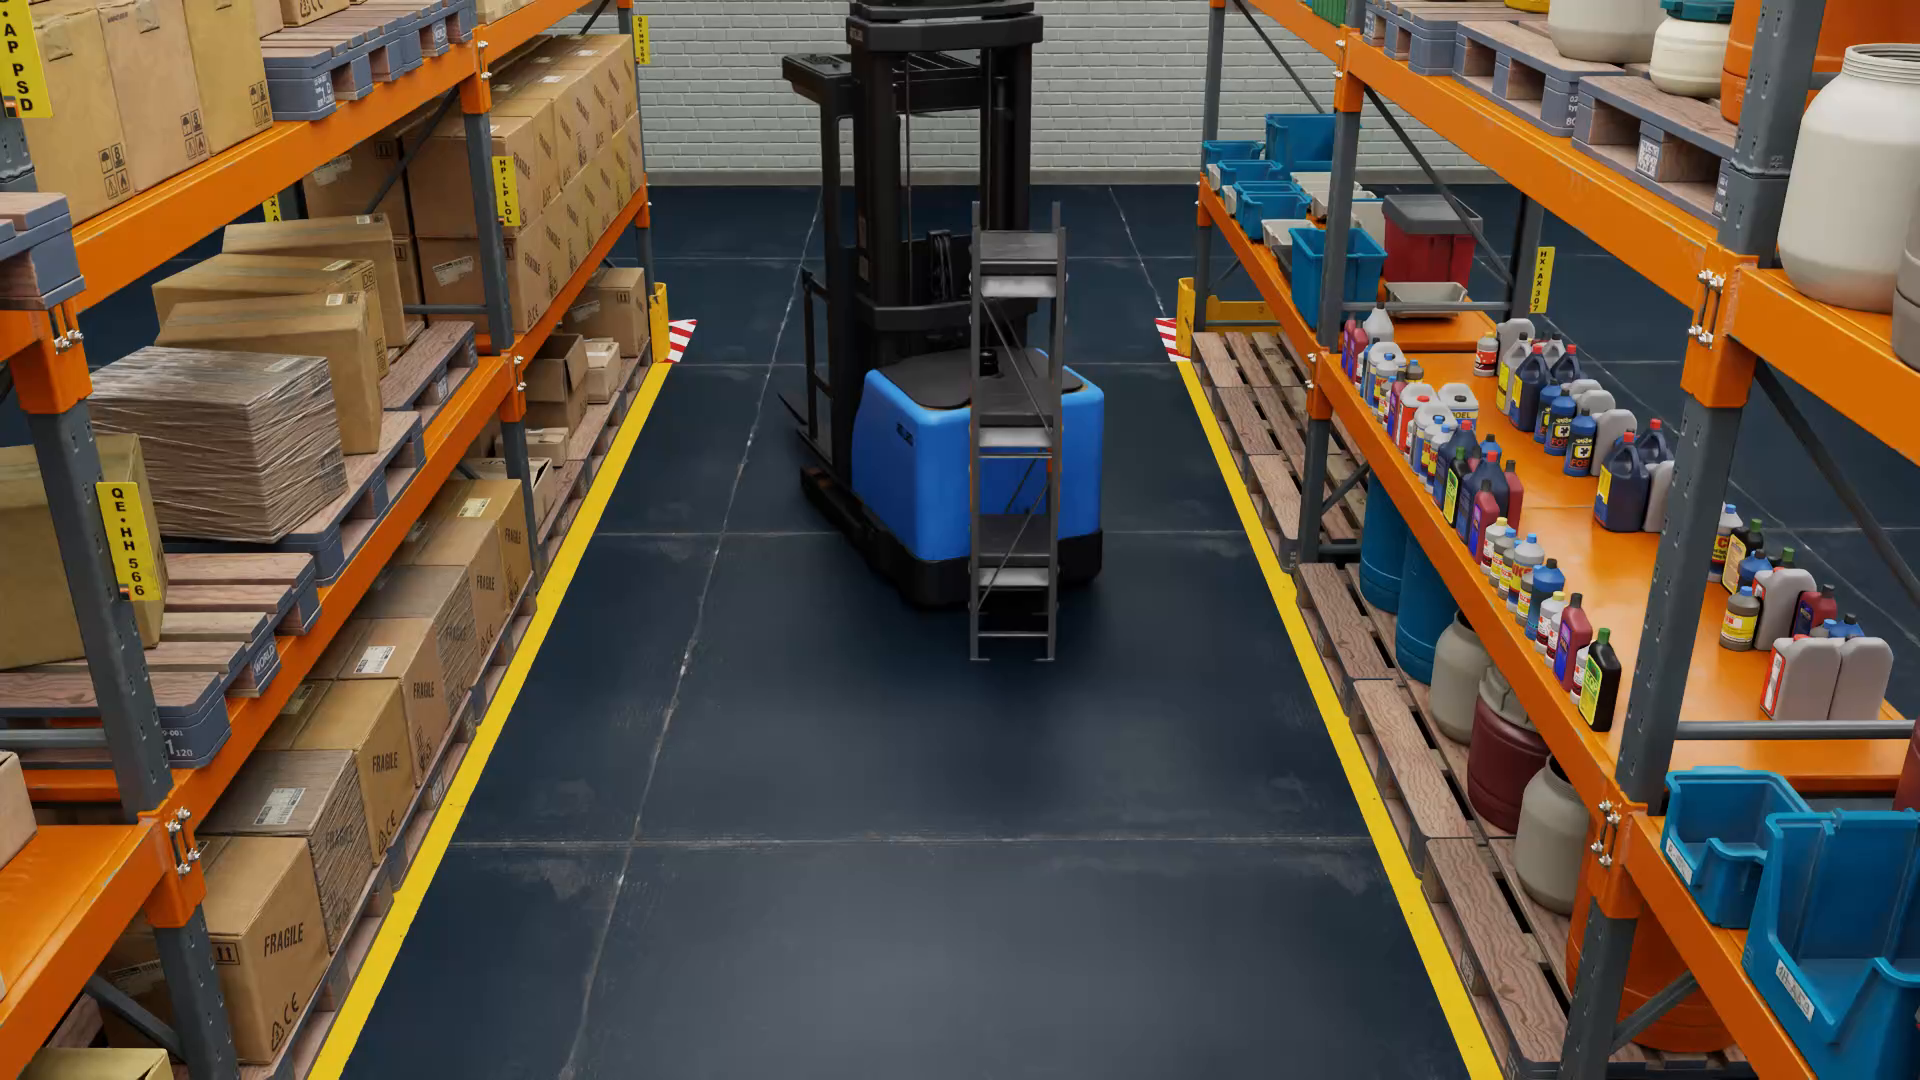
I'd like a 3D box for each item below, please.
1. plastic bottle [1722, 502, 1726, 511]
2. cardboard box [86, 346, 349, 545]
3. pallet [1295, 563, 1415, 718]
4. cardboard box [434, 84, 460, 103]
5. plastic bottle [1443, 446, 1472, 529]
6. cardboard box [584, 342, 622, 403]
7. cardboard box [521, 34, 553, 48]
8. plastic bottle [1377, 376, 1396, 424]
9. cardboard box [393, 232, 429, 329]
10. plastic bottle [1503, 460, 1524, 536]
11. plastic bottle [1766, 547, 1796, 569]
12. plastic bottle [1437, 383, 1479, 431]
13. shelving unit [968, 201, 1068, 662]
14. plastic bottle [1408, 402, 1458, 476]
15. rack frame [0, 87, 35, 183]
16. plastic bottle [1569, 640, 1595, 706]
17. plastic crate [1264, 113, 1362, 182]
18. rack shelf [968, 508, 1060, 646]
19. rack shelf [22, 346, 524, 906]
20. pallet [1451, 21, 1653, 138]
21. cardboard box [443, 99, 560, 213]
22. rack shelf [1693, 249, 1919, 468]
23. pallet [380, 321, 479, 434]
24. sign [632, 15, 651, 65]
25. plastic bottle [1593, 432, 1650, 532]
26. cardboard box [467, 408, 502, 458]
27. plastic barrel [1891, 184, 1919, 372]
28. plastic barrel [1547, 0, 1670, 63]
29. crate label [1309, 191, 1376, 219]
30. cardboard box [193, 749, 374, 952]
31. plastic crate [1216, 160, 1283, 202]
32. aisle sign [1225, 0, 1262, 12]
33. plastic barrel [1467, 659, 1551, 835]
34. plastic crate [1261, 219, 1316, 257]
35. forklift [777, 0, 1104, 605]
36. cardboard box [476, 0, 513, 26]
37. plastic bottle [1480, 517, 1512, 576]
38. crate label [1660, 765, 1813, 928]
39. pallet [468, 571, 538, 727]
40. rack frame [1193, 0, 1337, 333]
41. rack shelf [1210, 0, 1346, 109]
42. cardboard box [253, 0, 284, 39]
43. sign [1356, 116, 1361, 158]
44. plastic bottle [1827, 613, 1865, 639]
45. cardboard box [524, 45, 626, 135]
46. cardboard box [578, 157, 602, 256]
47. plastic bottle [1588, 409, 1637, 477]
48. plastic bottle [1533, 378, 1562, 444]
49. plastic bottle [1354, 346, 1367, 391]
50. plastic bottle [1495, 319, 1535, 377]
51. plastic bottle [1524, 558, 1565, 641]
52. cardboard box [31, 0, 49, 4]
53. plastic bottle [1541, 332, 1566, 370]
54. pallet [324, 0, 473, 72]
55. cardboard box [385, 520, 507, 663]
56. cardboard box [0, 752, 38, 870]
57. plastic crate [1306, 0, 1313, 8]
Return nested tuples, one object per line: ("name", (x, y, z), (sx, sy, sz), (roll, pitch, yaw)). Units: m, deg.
("plastic bottle", (2.639, -0.033, 5.839), (0.097, 0.271, 0.097), (0, 24, 0))
("cardboard box", (-2.587, -0.336, 5.722), (0.700, 0.500, 0.500), (4, 25, 9))
("pallet", (2.227, 0.457, 7.982), (1.003, 0.211, 1.213), (0, 24, -1))
("cardboard box", (-2.970, -2.238, 9.223), (0.500, 0.500, 0.500), (0, 24, 0))
("plastic bottle", (1.857, -0.197, 6.186), (0.061, 0.283, 0.133), (0, 24, -1))
("cardboard box", (-2.503, -1.092, 10.827), (0.500, 0.250, 0.500), (0, 24, -1))
("cardboard box", (-2.995, -3.076, 11.076), (0.500, 0.500, 0.500), (0, 24, 1))
("plastic bottle", (1.864, -0.609, 7.199), (0.097, 0.201, 0.097), (0, 24, 0))
("cardboard box", (-2.955, -1.361, 8.498), (0.500, 0.500, 0.500), (0, 24, 0))
("plastic bottle", (2.003, -0.142, 6.066), (0.061, 0.283, 0.133), (0, 24, -1))
("plastic bottle", (2.662, 0.144, 5.432), (0.061, 0.283, 0.133), (0, 24, -1))
("plastic bottle", (2.047, -0.501, 6.869), (0.152, 0.276, 0.135), (0, 24, -1))
("shelving unit", (0.254, -0.478, 7.758), (0.431, 2.100, 0.503), (0, 24, 0))
("plastic bottle", (1.897, -0.405, 6.656), (0.152, 0.276, 0.135), (0, 24, -1))
("rack frame", (-2.649, -2.196, 3.185), (1.000, 3.000, 0.127), (0, 24, -1))
("plastic bottle", (1.890, 0.395, 4.977), (0.097, 0.201, 0.097), (0, 24, 0))
("plastic crate", (2.407, -2.686, 11.433), (0.616, 0.435, 0.499), (0, 24, -1))
("rack shelf", (0.253, 0.173, 8.052), (0.431, 0.518, 0.480), (0, 24, 0))
("rack shelf", (-2.671, 0.041, 6.391), (1.077, 0.370, 4.000), (0, 24, -1))
("pallet", (2.382, -1.622, 5.785), (1.003, 0.211, 1.213), (0, 24, -1))
("cardboard box", (-2.422, -2.020, 8.741), (0.500, 0.500, 0.500), (-1, 24, -2))
("rack shelf", (2.326, 0.302, 2.175), (1.077, 0.370, 4.000), (0, 24, -1))
("pallet", (-2.793, -0.693, 7.376), (1.003, 0.211, 1.213), (0, 24, -1))
("sign", (-2.181, -3.425, 11.393), (0.100, 0.325, 0.005), (0, 24, -1))
("plastic bottle", (2.459, -0.221, 6.159), (0.144, 0.351, 0.185), (0, 24, -1))
("cardboard box", (-2.991, -0.628, 9.728), (0.500, 0.311, 0.500), (0, 24, -1))
("plastic barrel", (2.096, -0.739, 2.995), (0.600, 0.901, 0.600), (0, 24, 0))
("plastic barrel", (2.134, -1.833, 5.348), (0.433, 0.535, 0.433), (0, 24, 0))
("crate label", (2.423, -2.117, 10.539), (0.396, 0.136, 0.243), (0, 24, -1))
("cardboard box", (-2.379, 1.072, 5.740), (0.500, 0.500, 0.500), (-1, 24, -2))
("plastic crate", (1.898, -2.356, 10.950), (0.416, 0.233, 0.300), (0, 24, -1))
("aisle sign", (1.919, -3.992, 11.282), (0.394, 0.787, 0.004), (0, 24, -1))
("plastic barrel", (2.270, 0.758, 6.352), (0.600, 0.588, 0.708), (0, 24, -1))
("plastic crate", (1.941, -1.755, 9.737), (0.293, 0.136, 0.466), (0, 24, -1))
("forklift", (-0.296, -1.587, 9.202), (1.130, 2.935, 3.031), (-10, 26, -21))
("cardboard box", (-2.450, -2.610, 7.924), (0.500, 0.250, 0.500), (0, 24, -1))
("plastic bottle", (1.880, 0.019, 5.808), (0.097, 0.201, 0.097), (0, 24, 0))
("crate label", (1.934, 0.769, 4.114), (0.303, 0.233, 0.416), (0, 24, -1))
("pallet", (-2.646, 0.495, 7.899), (1.003, 0.211, 1.213), (0, 24, -1))
("rack frame", (2.217, -2.779, 11.756), (1.000, 3.000, 0.127), (0, 24, -1))
("rack shelf", (2.239, -2.994, 9.463), (1.077, 0.370, 4.000), (0, 24, -1))
("cardboard box", (-2.743, -2.002, 5.645), (0.600, 0.600, 0.600), (-1, 24, -3))
("sign", (2.767, -2.863, 11.742), (0.100, 0.325, 0.005), (0, 24, -1))
("plastic bottle", (2.649, 0.348, 4.997), (0.097, 0.271, 0.097), (0, 24, 0))
("cardboard box", (-2.450, -2.870, 10.620), (0.500, 0.500, 0.500), (0, 24, 1))
("cardboard box", (-2.445, -1.994, 9.897), (0.500, 0.500, 0.500), (-1, 24, -1))
("plastic bottle", (2.602, -0.404, 6.655), (0.152, 0.276, 0.135), (0, 24, -1))
("plastic bottle", (2.473, -0.545, 6.971), (0.097, 0.271, 0.097), (0, 24, 0))
("plastic bottle", (1.859, -0.785, 7.587), (0.097, 0.201, 0.097), (0, 24, 0))
("plastic bottle", (2.588, -0.914, 7.781), (0.152, 0.276, 0.135), (0, 24, -1))
("plastic bottle", (1.886, 0.188, 5.351), (0.097, 0.271, 0.097), (0, 24, 0))
("cardboard box", (-2.653, -1.720, 4.438), (0.500, 0.500, 0.500), (0, 24, -1))
("plastic bottle", (2.598, -0.731, 7.287), (0.144, 0.351, 0.185), (0, 24, -1))
("pallet", (-2.756, -2.123, 6.891), (1.213, 0.211, 1.003), (0, 24, -1))
("cardboard box", (-2.403, 0.234, 7.593), (0.500, 0.500, 0.500), (0, 24, 0))
("cardboard box", (-2.689, 0.728, 4.108), (0.500, 0.311, 0.500), (1, 24, 3))
("plastic crate", (1.932, -2.795, 8.354), (0.416, 0.233, 0.300), (0, 24, -1))
